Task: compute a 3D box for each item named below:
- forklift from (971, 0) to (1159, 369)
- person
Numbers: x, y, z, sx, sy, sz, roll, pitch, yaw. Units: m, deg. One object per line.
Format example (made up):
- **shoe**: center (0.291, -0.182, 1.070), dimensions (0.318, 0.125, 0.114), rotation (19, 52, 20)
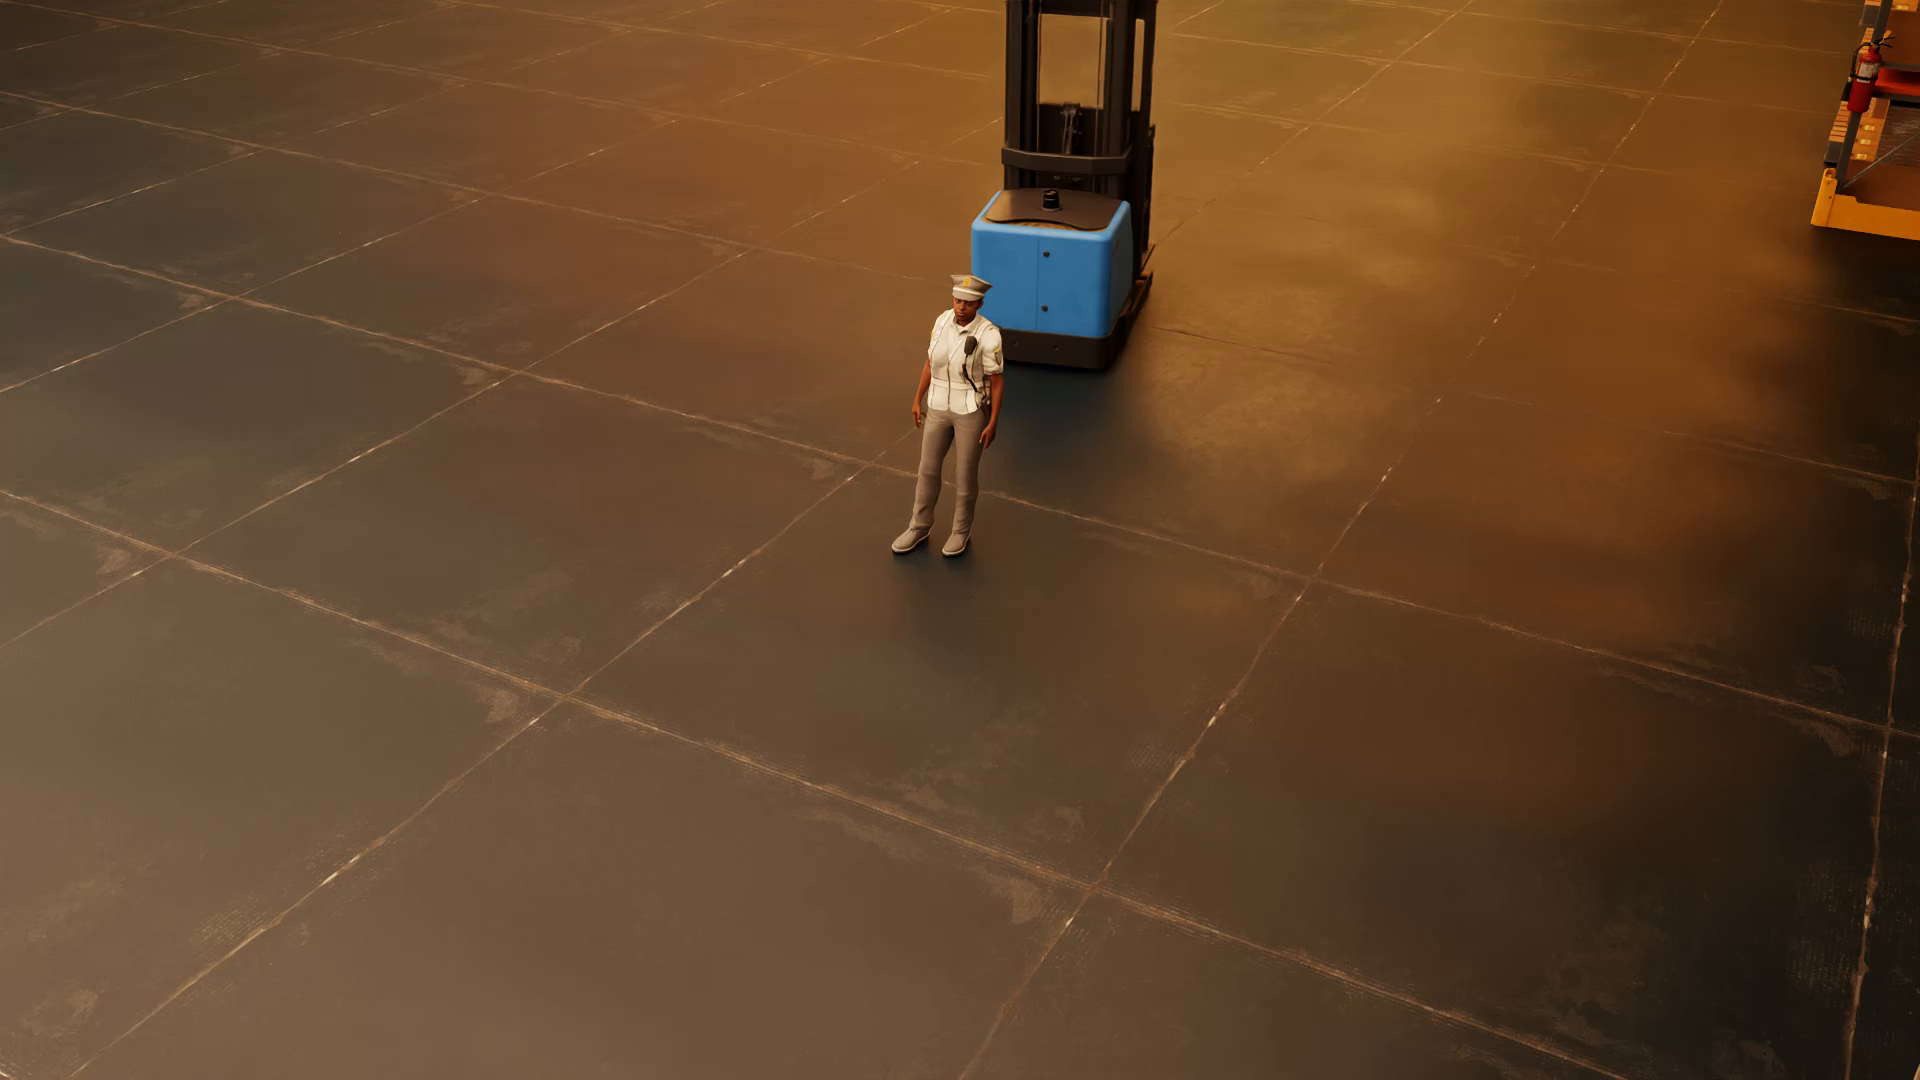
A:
- **forklift**: center (0.939, -3.226, 12.661), dimensions (1.130, 2.935, 3.031), rotation (8, 31, 13)
- **person**: center (-0.054, -0.712, 9.527), dimensions (0.569, 1.695, 0.528), rotation (15, 33, 25)
